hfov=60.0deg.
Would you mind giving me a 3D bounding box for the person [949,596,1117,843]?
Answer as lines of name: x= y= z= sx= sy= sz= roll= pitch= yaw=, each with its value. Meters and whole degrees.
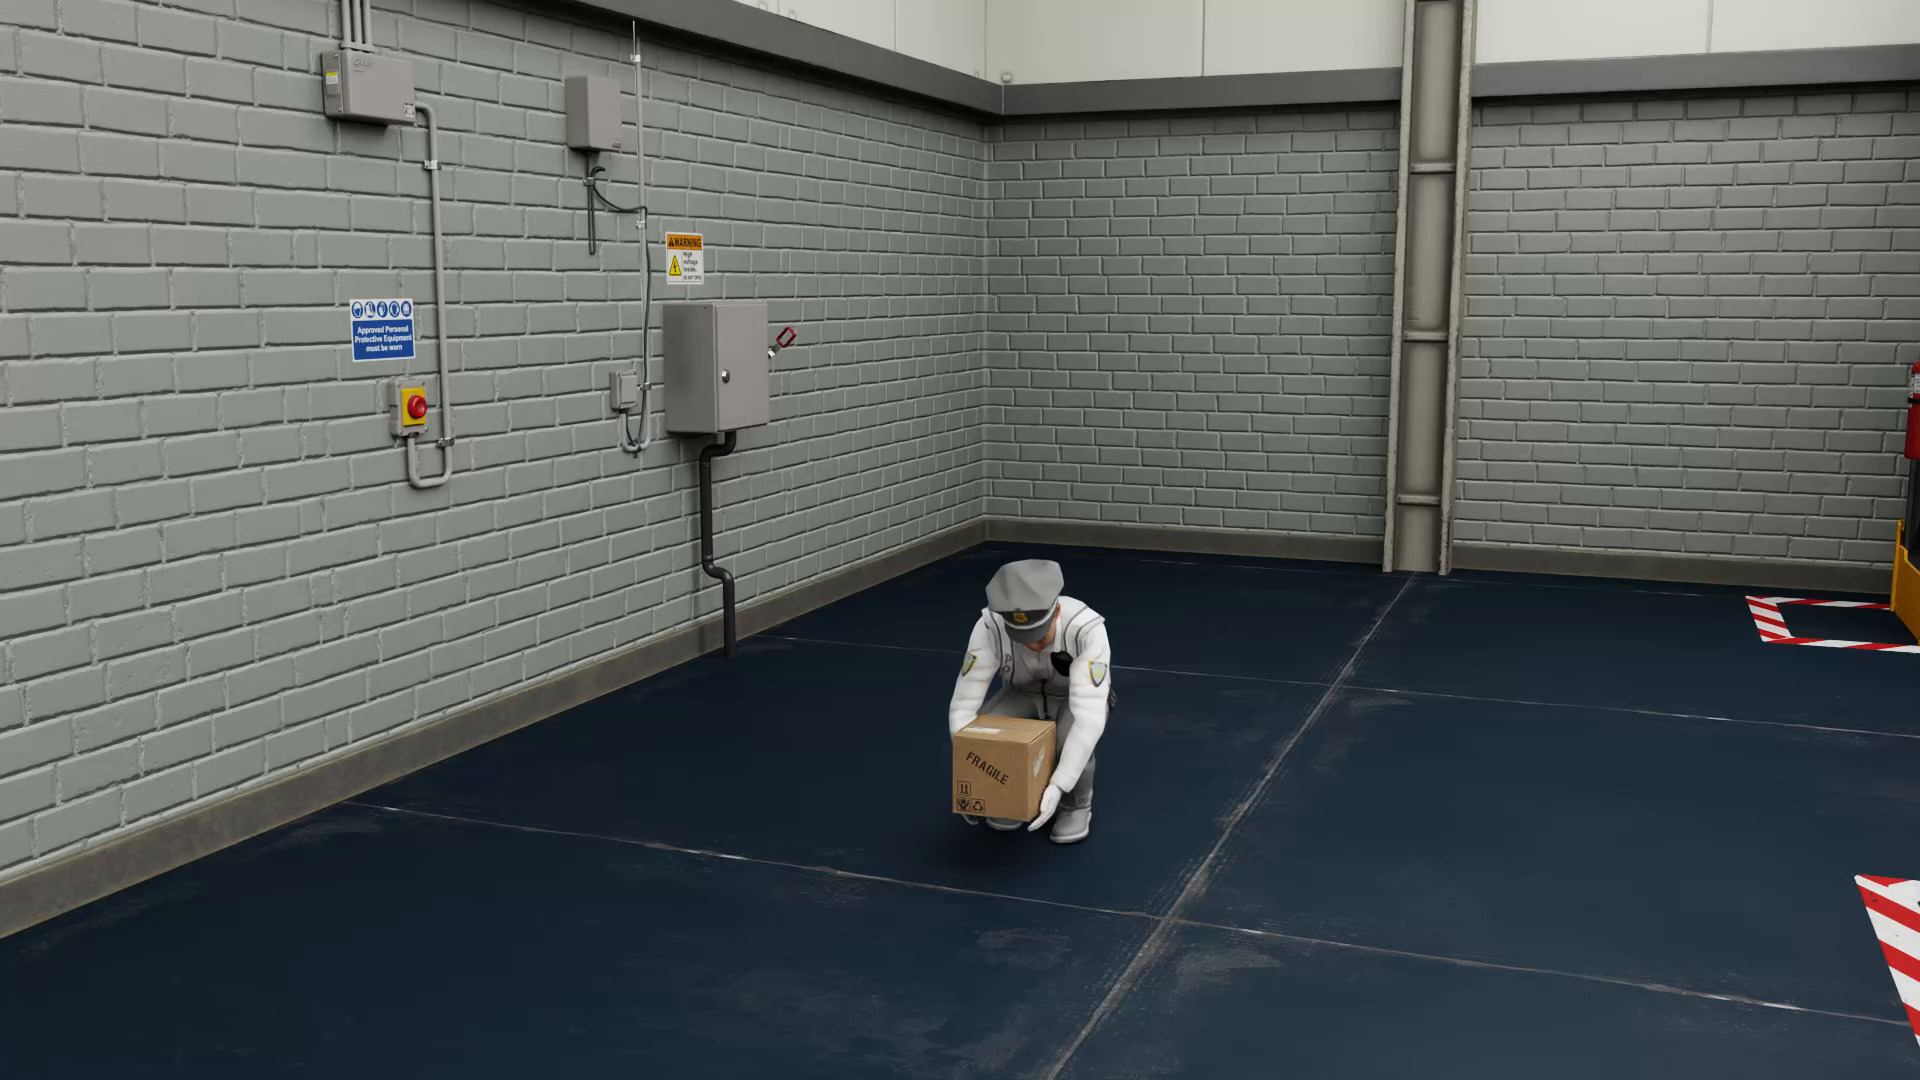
person: x=0.267 y=0.524 z=5.413 sx=0.519 sy=0.928 sz=0.814 roll=3 pitch=9 yaw=21
